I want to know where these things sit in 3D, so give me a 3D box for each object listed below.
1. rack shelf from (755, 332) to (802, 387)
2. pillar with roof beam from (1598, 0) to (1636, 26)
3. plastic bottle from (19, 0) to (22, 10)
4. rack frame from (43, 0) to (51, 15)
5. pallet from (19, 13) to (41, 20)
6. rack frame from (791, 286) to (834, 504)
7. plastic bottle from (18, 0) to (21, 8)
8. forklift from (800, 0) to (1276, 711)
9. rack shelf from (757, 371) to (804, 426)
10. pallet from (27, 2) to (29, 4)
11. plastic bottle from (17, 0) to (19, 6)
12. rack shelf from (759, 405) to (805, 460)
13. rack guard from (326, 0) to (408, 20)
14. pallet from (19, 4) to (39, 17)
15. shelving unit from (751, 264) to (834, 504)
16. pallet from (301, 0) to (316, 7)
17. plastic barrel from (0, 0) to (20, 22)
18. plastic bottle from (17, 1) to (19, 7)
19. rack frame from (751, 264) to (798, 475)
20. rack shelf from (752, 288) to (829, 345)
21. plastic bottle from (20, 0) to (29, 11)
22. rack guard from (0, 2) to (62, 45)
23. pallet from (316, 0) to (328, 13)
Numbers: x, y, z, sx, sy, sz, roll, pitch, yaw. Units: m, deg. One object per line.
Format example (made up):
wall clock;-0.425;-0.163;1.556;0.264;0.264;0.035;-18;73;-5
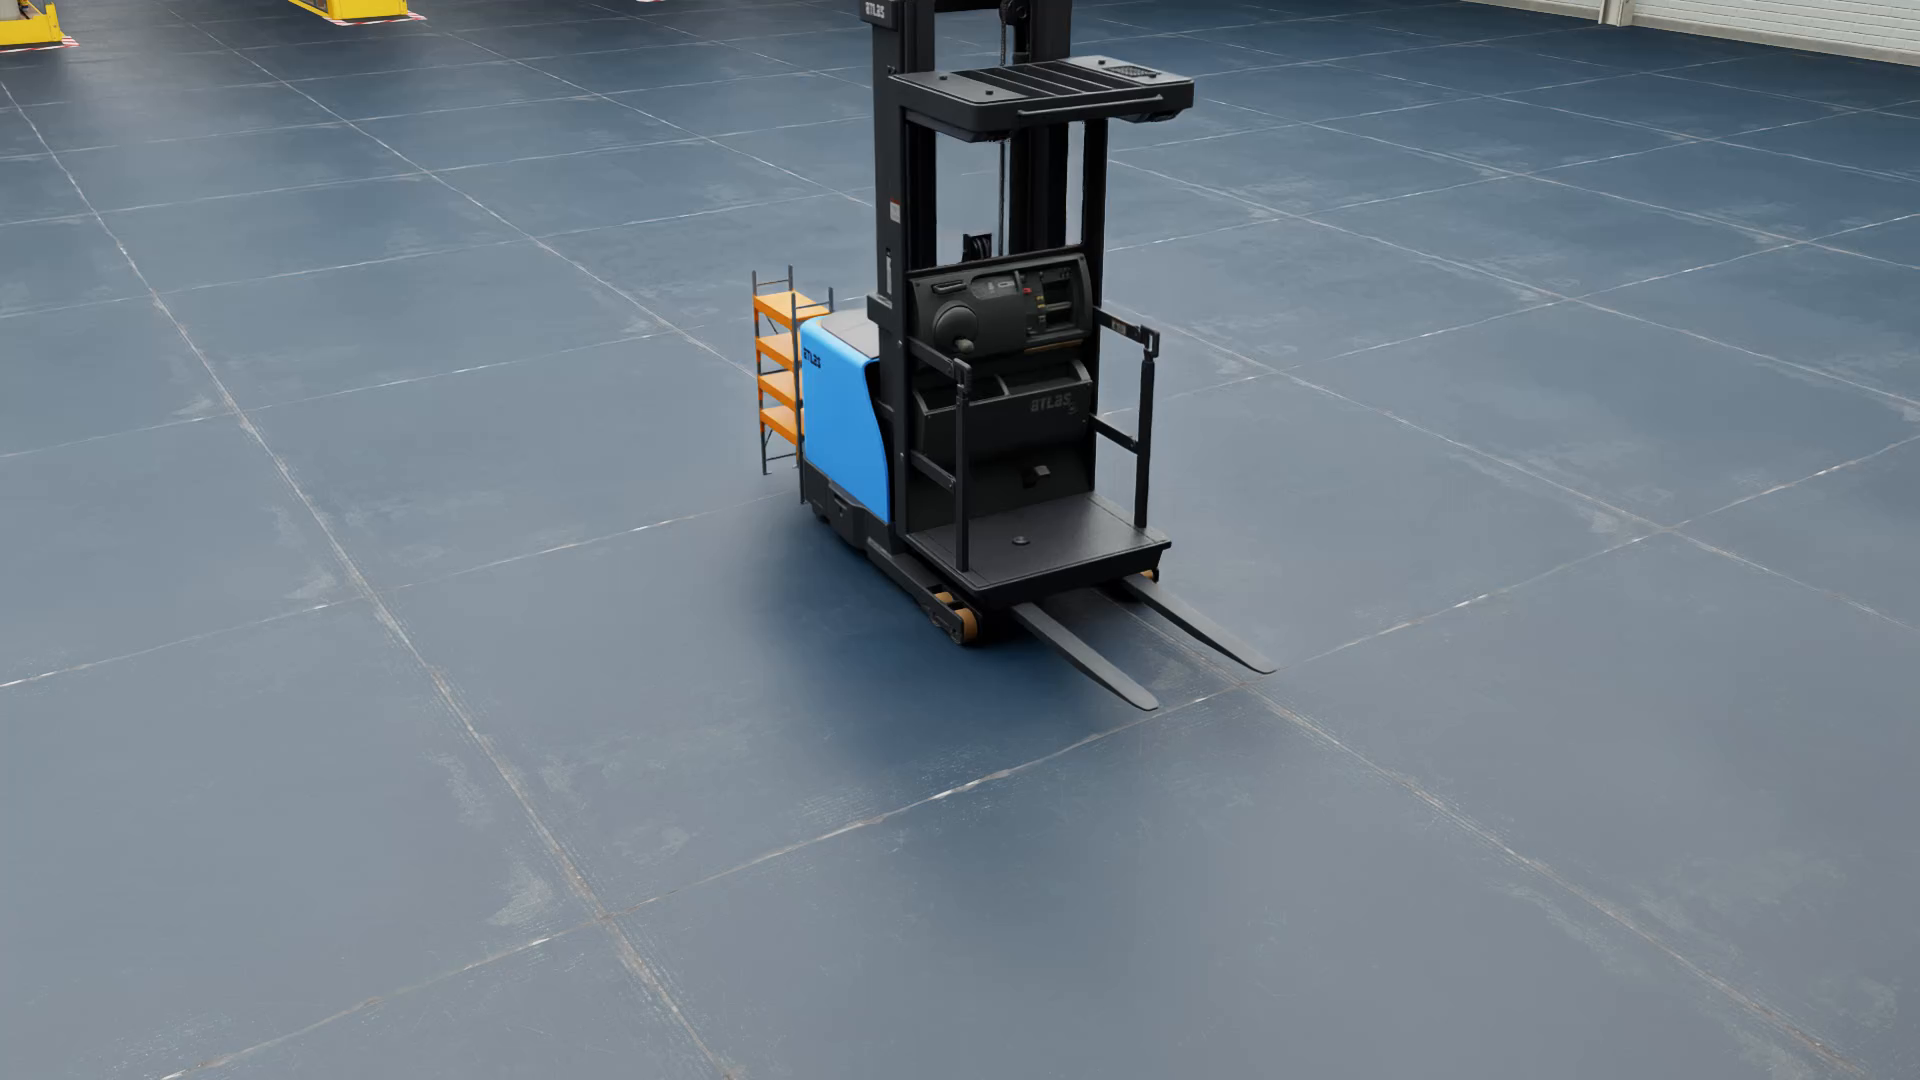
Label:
rack shelf;-0.902;-0.999;9.093;0.258;0.148;0.480;-14;29;-28
pillar with roof beam;6.448;-10.986;21.481;9.100;9.000;0.400;-16;29;-30
plastic bottle;-14.266;-8.180;25.326;0.097;0.201;0.097;0;25;0
rack frame;-13.480;-8.488;23.216;1.000;3.000;0.127;-16;29;-30
pallet;-14.000;-7.535;24.464;1.003;0.211;1.213;-16;29;-30
rack frame;-0.776;-0.768;8.971;0.240;1.200;0.015;-14;29;-28
plastic bottle;-14.396;-8.297;25.492;0.097;0.271;0.097;0;25;0
forklift;0.311;-1.064;7.570;1.130;2.935;3.031;-13;28;-26
rack shelf;-0.902;-0.796;9.189;0.258;0.148;0.480;-14;29;-28
pallet;-15.332;-8.408;26.313;1.003;0.211;1.213;-16;29;-30
plastic bottle;-14.451;-8.333;25.568;0.097;0.271;0.097;0;25;0
rack shelf;-0.902;-0.617;9.273;0.258;0.148;0.480;-14;29;-28
rack guard;-9.372;-8.539;26.253;1.175;0.500;0.348;-16;29;-30
pallet;-14.662;-7.971;25.388;1.003;0.211;1.213;-16;29;-30
shelving unit;-0.902;-0.857;9.160;0.258;1.200;0.503;-14;29;-28
pallet;-10.448;-9.143;27.871;1.003;0.211;1.213;-16;29;-30
plastic barrel;-13.904;-7.770;24.119;0.421;0.512;0.421;0;25;0
plastic bottle;-14.505;-8.336;25.658;0.097;0.201;0.097;0;25;0
rack frame;-1.028;-0.946;9.349;0.240;1.200;0.015;-14;29;-28
rack shelf;-0.902;-1.212;8.992;0.258;0.148;0.480;-14;29;-28
plastic bottle;-14.209;-8.174;25.233;0.097;0.271;0.097;0;25;0
rack guard;-13.561;-7.374;23.784;1.175;0.500;0.348;-16;29;-30
pallet;-9.786;-8.707;26.947;1.003;0.211;1.213;-16;29;-30
